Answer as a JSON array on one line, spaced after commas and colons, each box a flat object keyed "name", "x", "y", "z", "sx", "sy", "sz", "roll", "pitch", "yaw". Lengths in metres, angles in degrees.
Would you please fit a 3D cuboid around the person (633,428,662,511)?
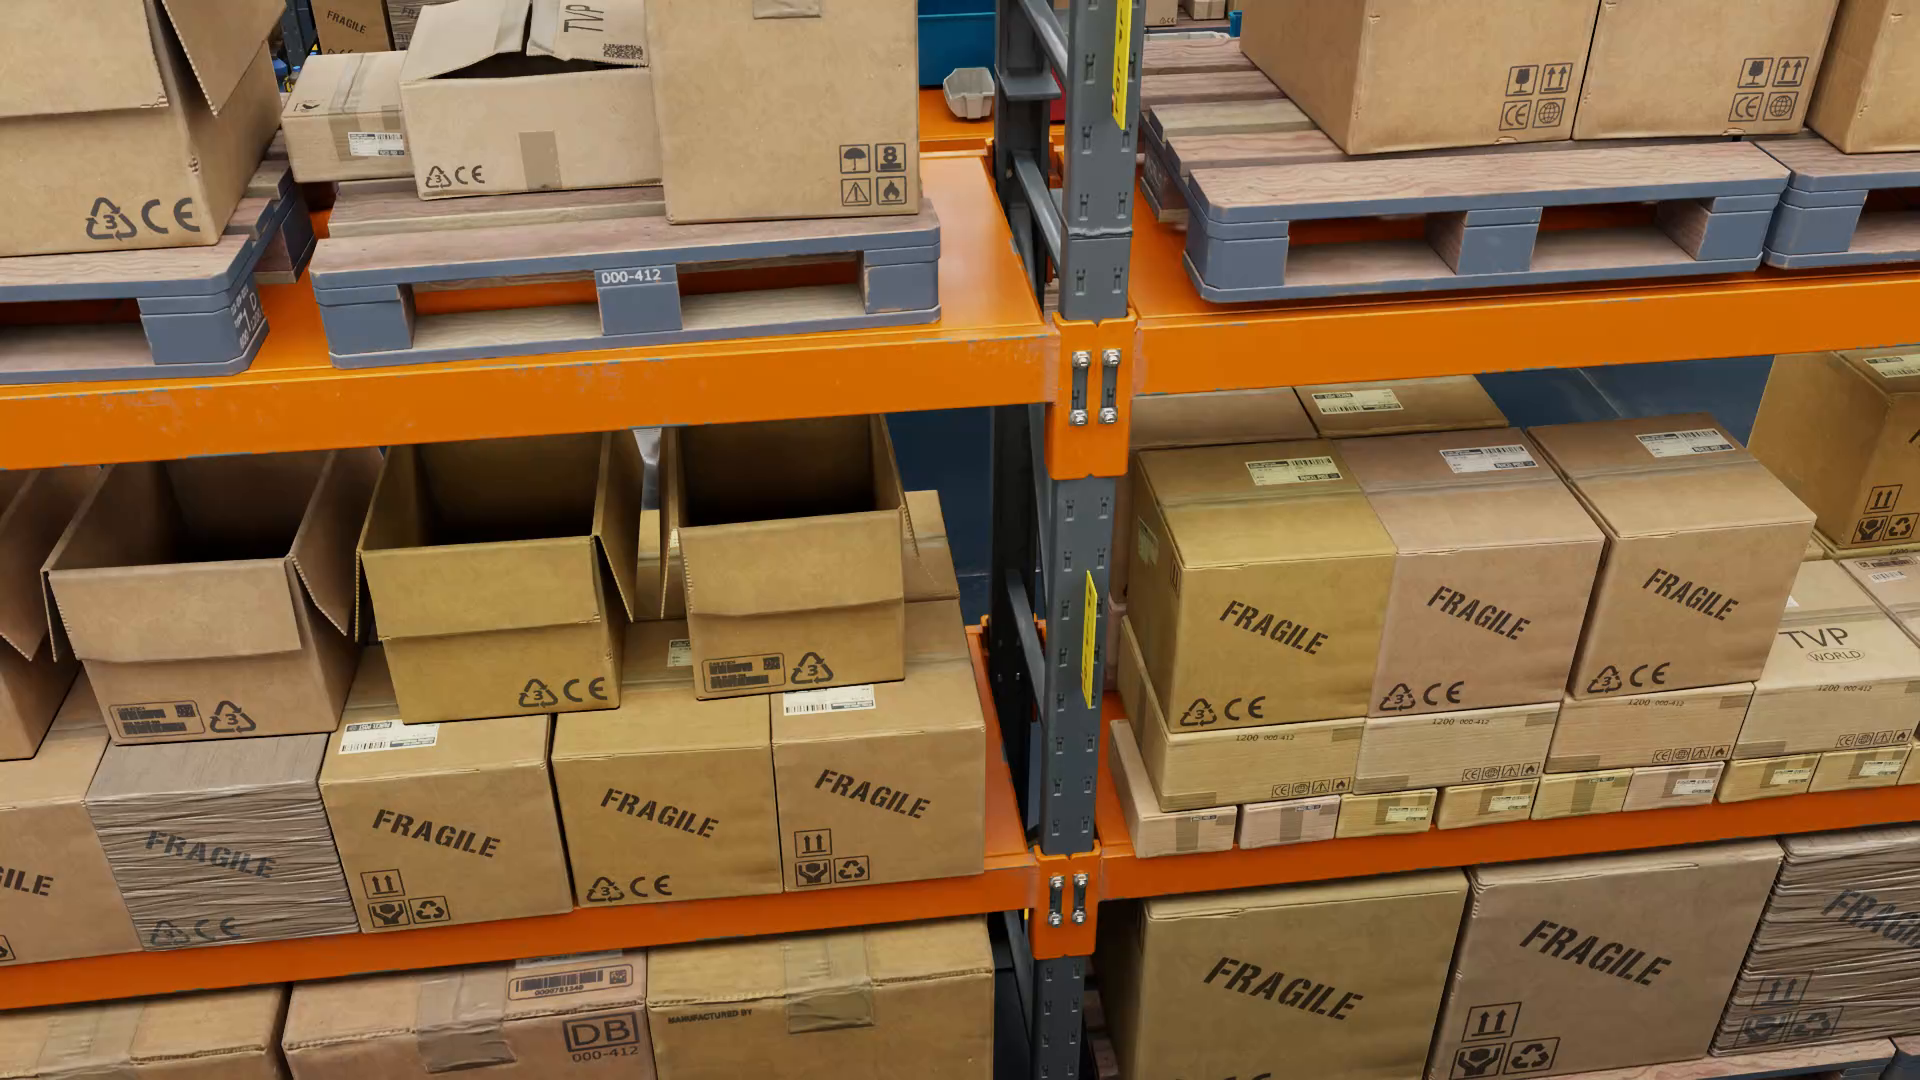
[{"name": "person", "x": -1.155, "y": -0.435, "z": 6.835, "sx": 0.561, "sy": 1.690, "sz": 0.517, "roll": -4, "pitch": 35, "yaw": -5}]
